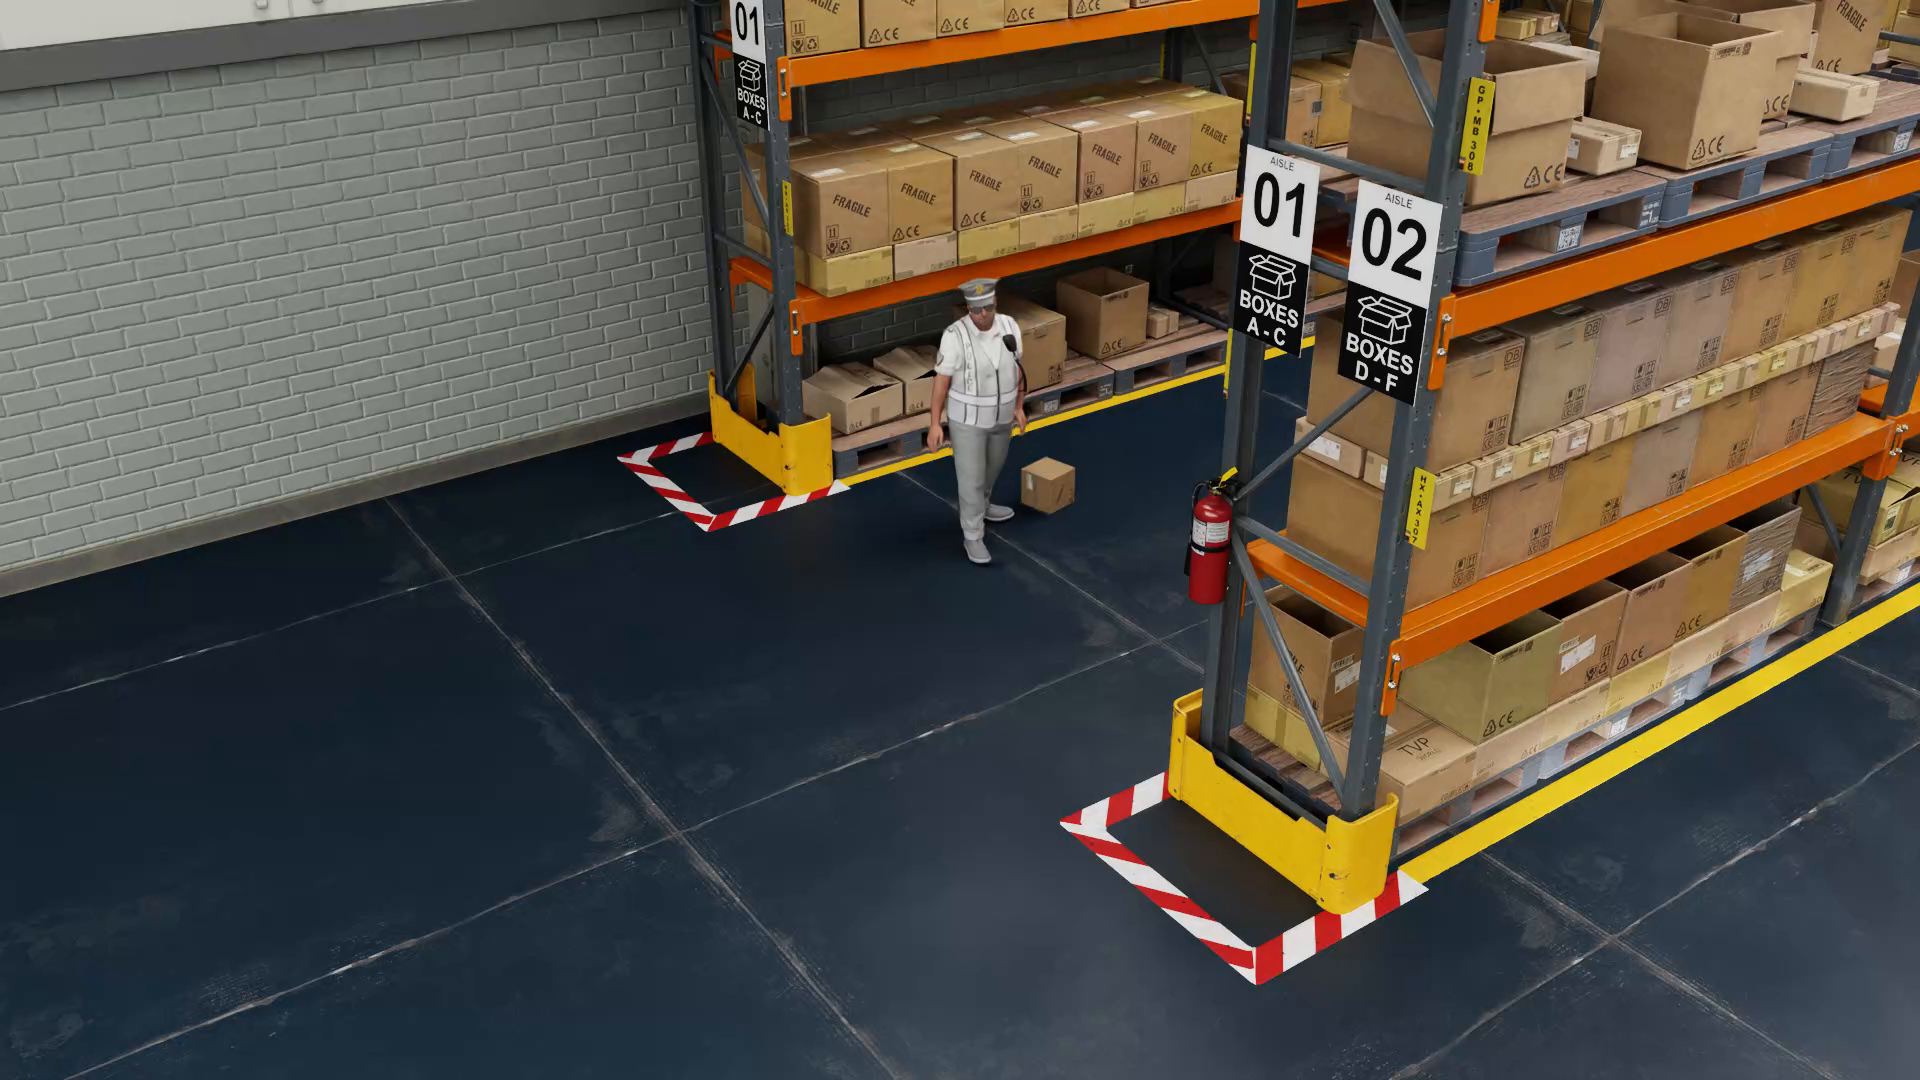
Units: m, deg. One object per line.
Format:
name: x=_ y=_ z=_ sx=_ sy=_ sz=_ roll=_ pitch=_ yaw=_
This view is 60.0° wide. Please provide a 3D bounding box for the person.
person: x=0.116 y=-0.766 z=10.023 sx=0.703 sy=1.742 sz=0.623 roll=-17 pitch=33 yaw=-28
